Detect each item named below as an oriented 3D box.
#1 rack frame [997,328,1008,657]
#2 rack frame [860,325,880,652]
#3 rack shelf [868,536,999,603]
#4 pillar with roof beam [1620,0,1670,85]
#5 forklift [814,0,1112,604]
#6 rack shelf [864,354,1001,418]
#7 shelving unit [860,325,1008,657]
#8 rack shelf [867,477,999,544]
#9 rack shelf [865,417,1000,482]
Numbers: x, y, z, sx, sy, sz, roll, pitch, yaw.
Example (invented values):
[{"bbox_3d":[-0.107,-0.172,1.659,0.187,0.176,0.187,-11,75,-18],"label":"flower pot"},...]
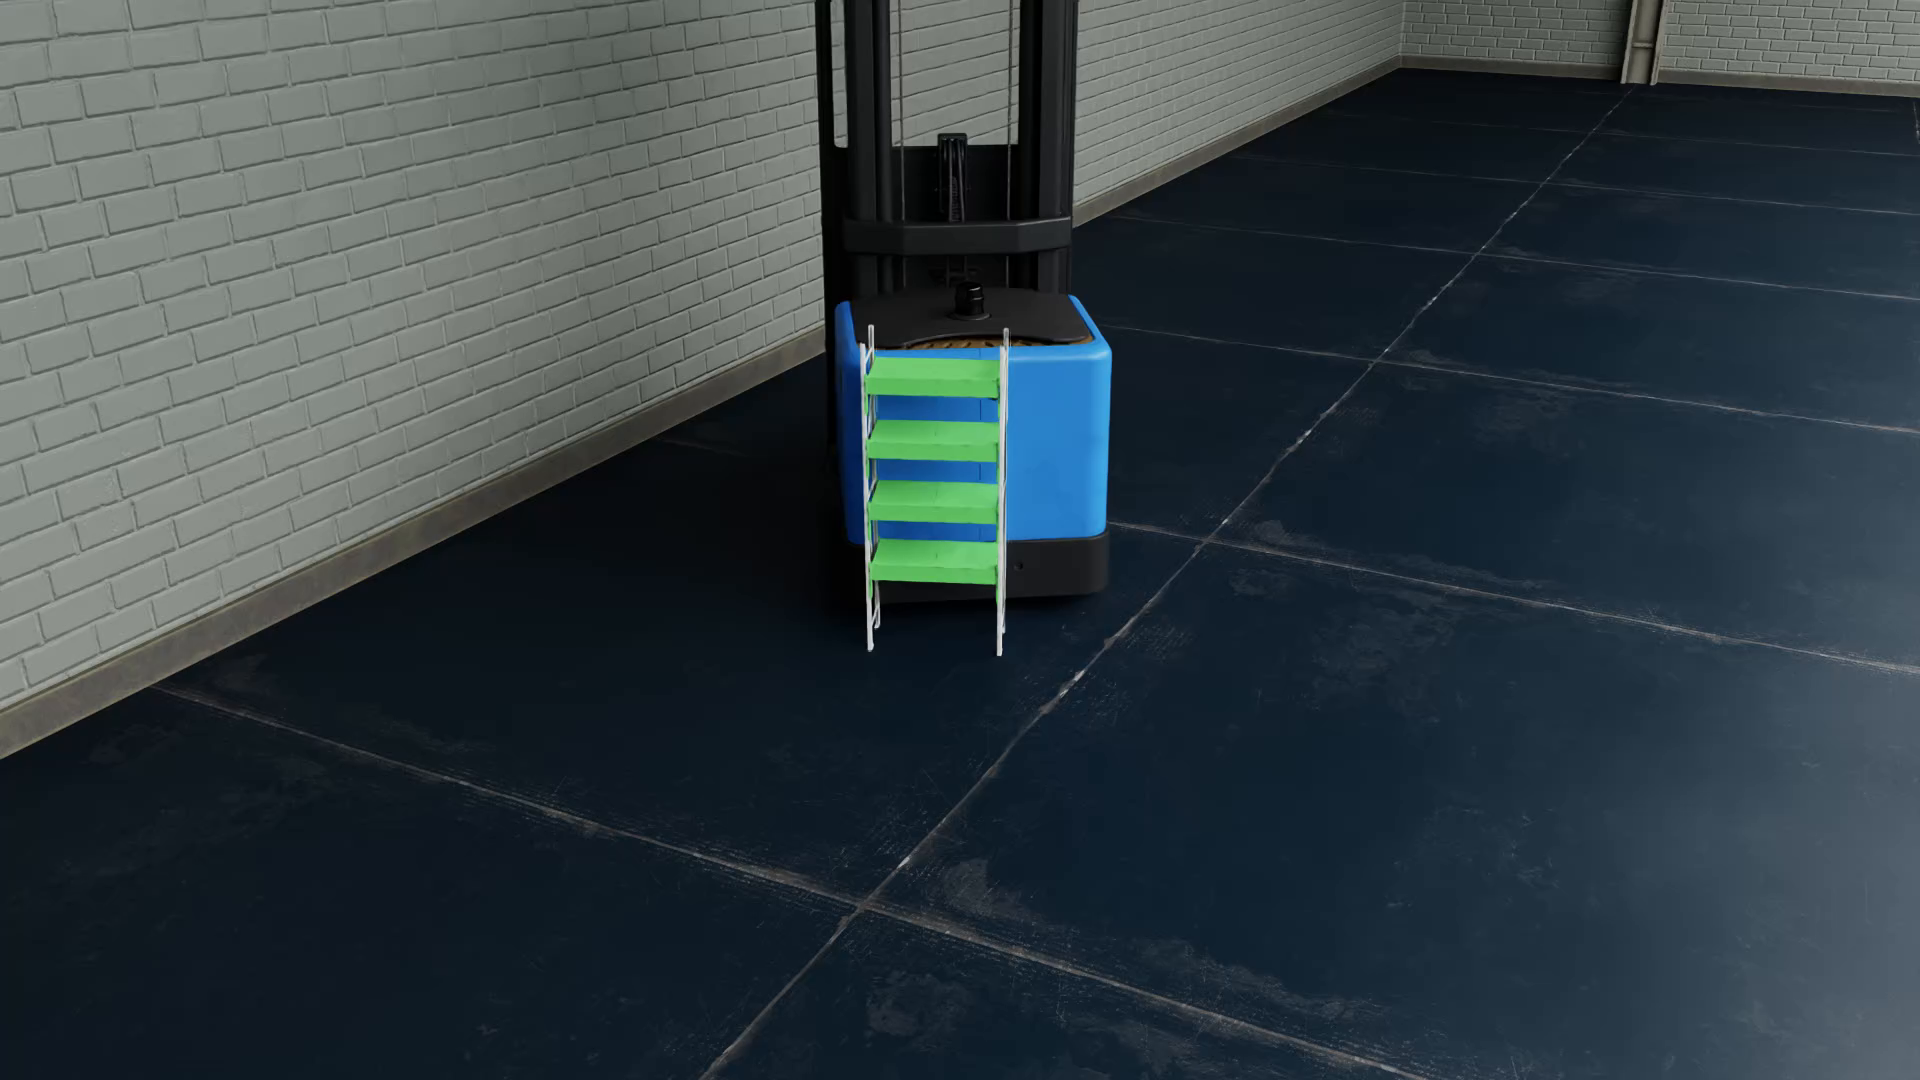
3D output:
[{"bbox_3d":[0.156,-0.162,6.096,0.015,1.200,0.240,2,23,5],"label":"rack frame"},{"bbox_3d":[-0.330,-0.178,6.134,0.015,1.200,0.240,2,23,5],"label":"rack frame"},{"bbox_3d":[-0.087,0.109,6.235,0.480,0.148,0.258,2,23,5],"label":"rack shelf"},{"bbox_3d":[6.436,-8.286,15.235,0.400,9.000,9.100,11,25,25],"label":"pillar with roof beam"},{"bbox_3d":[-0.083,-1.639,7.359,1.130,2.935,3.031,-2,23,-6],"label":"forklift"},{"bbox_3d":[-0.088,-0.552,5.950,0.480,0.148,0.258,2,23,5],"label":"rack shelf"},{"bbox_3d":[-0.087,-0.170,6.115,0.503,1.200,0.258,2,23,5],"label":"shelving unit"},{"bbox_3d":[-0.087,-0.112,6.140,0.480,0.148,0.258,2,23,5],"label":"rack shelf"},{"bbox_3d":[-0.087,-0.332,6.045,0.480,0.148,0.258,2,23,5],"label":"rack shelf"}]
